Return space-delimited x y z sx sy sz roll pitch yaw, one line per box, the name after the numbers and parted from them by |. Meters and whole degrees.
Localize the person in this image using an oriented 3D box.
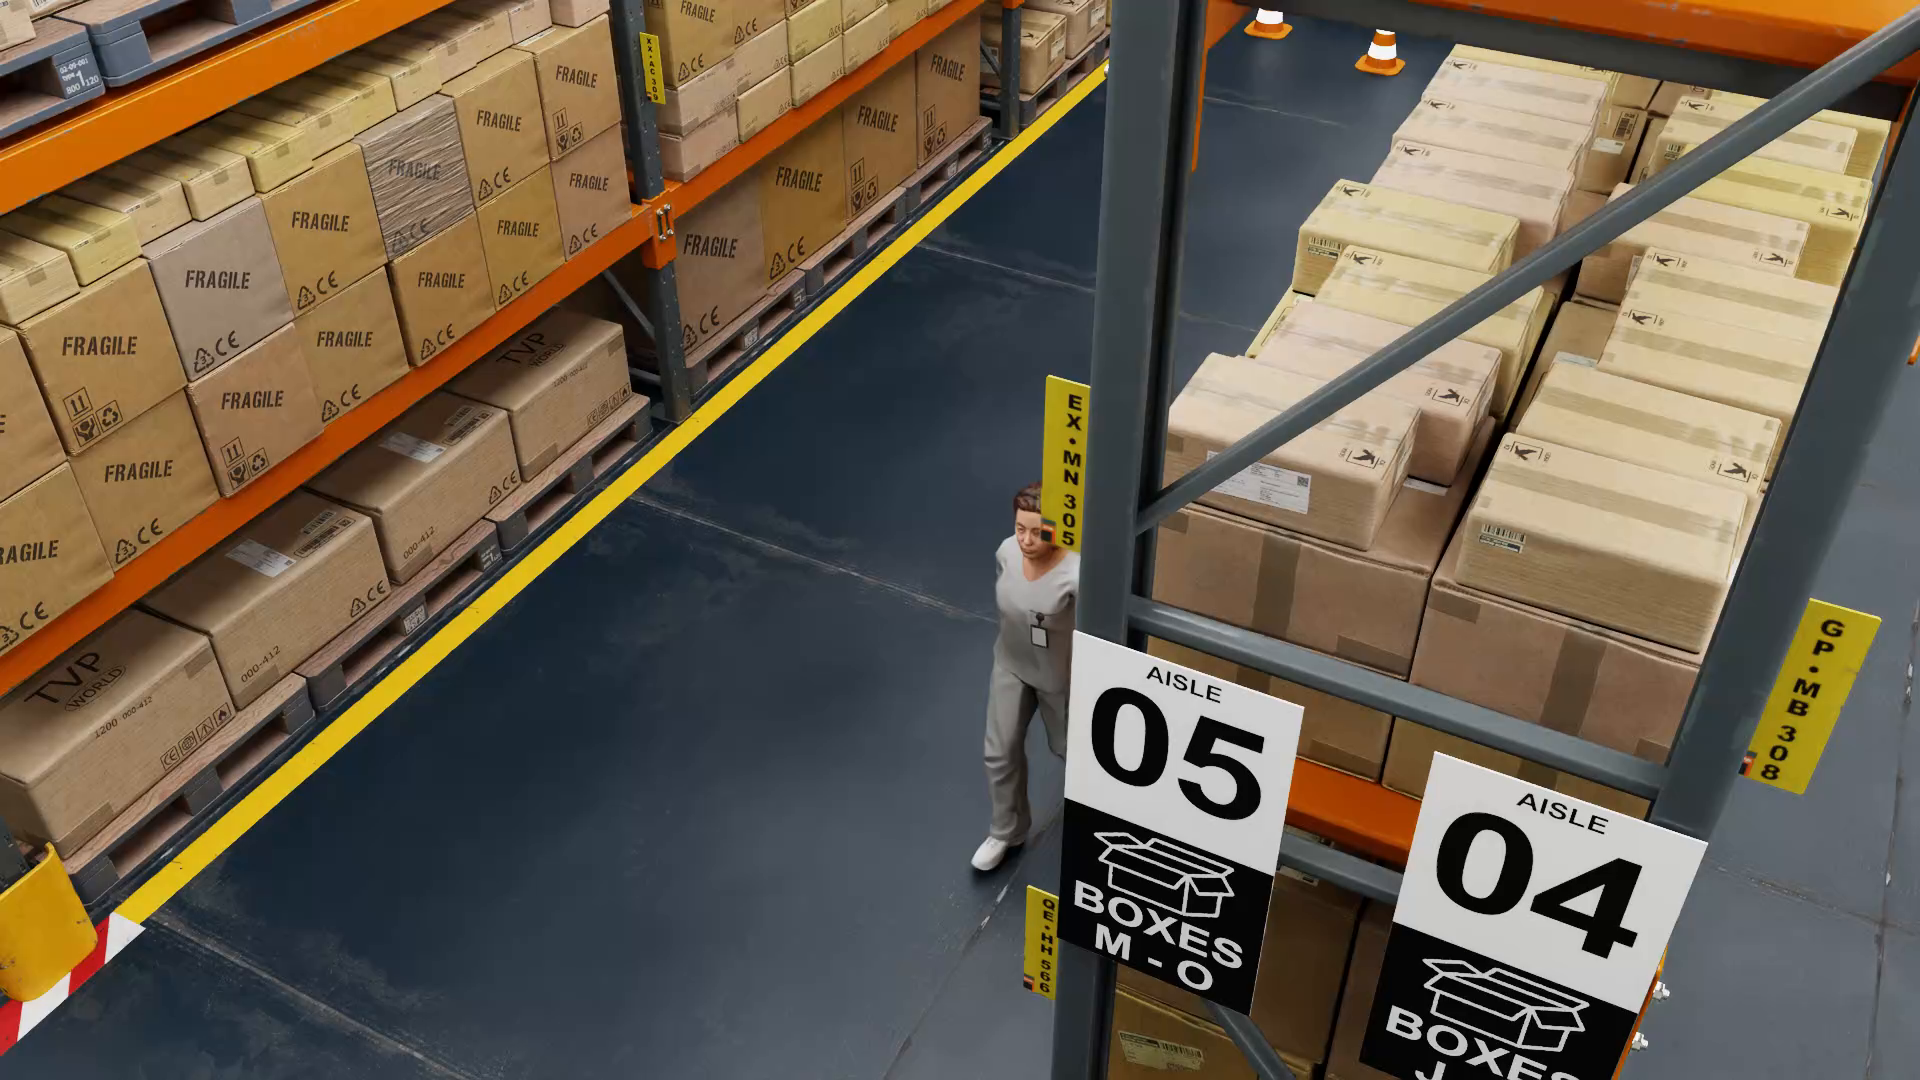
0.346 0.436 6.188 0.456 1.637 0.891 20 42 24 | person
